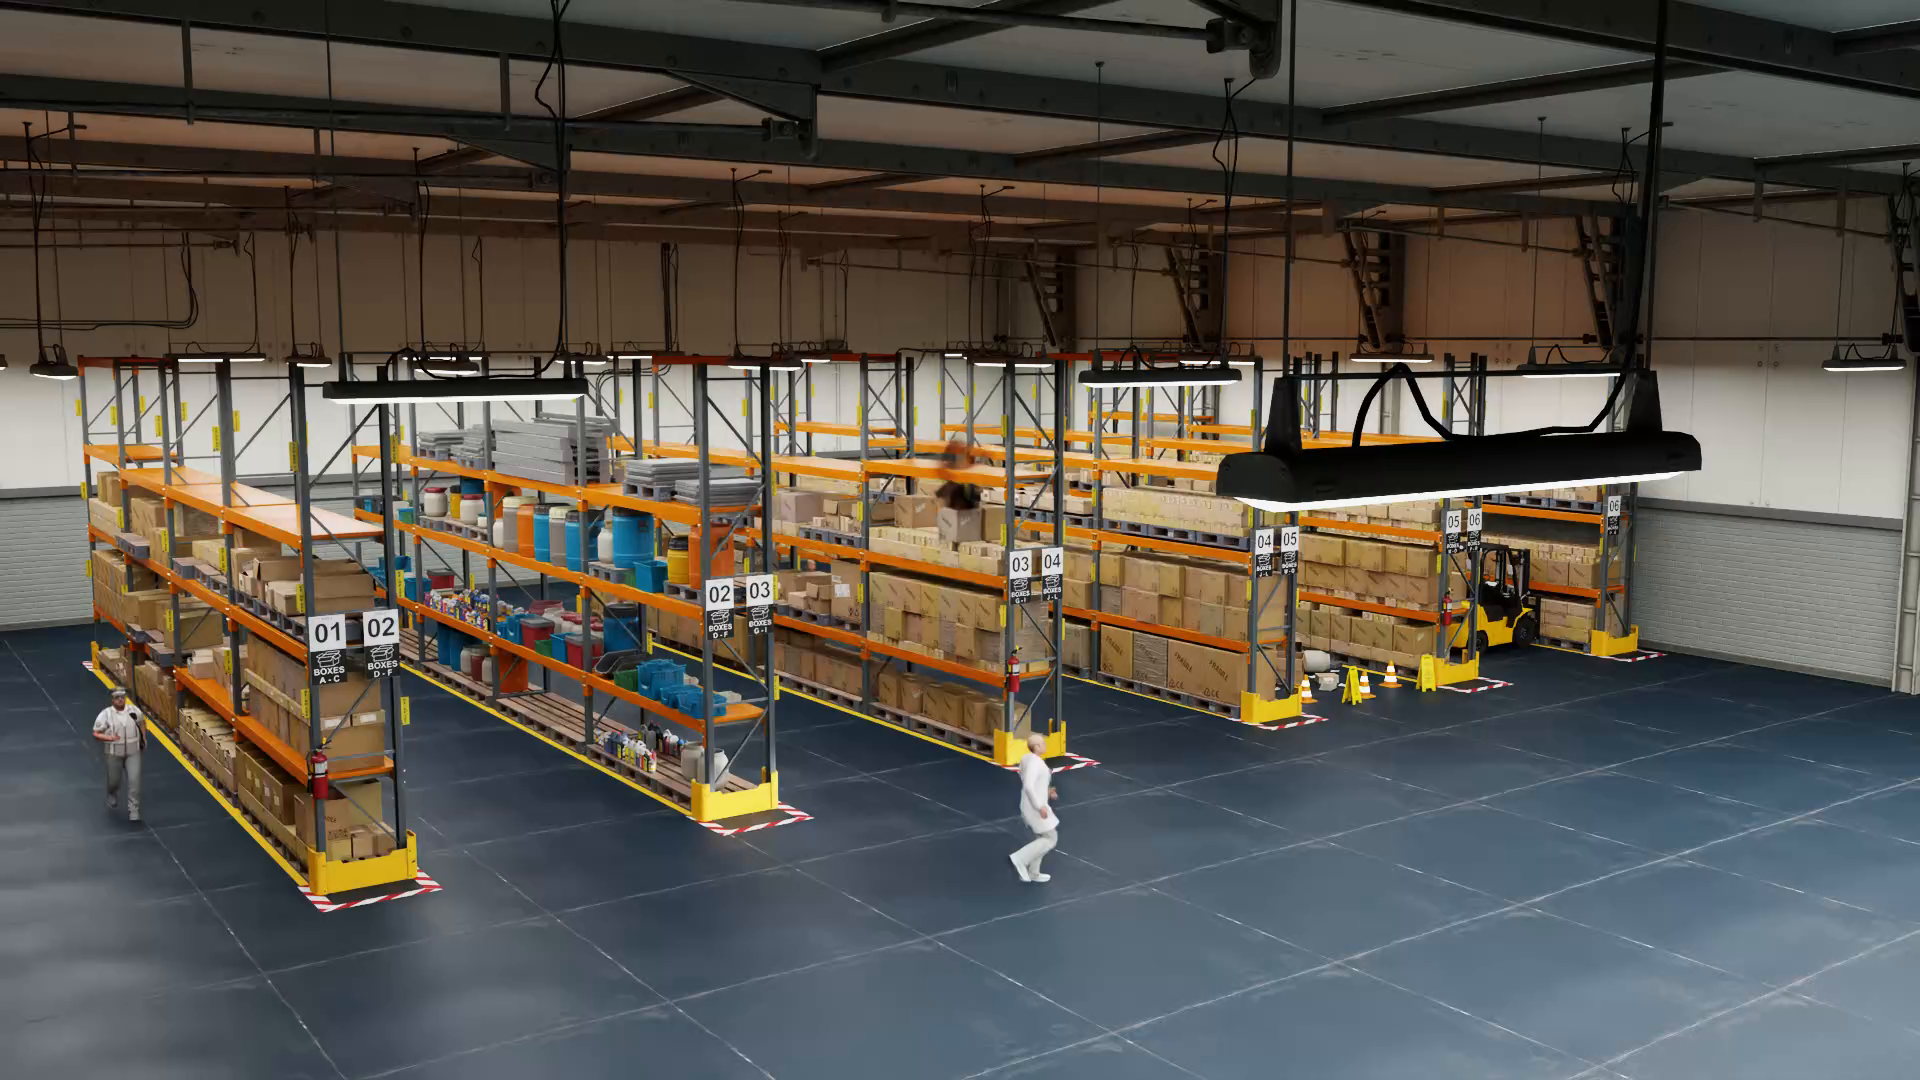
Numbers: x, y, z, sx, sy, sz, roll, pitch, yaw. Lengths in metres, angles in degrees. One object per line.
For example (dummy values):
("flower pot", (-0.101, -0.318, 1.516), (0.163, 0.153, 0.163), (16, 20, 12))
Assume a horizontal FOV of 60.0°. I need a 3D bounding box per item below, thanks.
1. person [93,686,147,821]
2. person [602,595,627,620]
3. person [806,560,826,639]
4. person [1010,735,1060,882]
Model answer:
("person", (-11.094, 2.792, 22.030), (0.675, 1.747, 0.903), (-5, 9, -37))
("person", (-6.382, 1.738, 31.263), (0.862, 1.617, 0.619), (6, 9, 43))
("person", (-3.024, 1.304, 34.051), (0.693, 1.819, 0.870), (-6, 9, -40))
("person", (0.867, 3.126, 19.389), (0.633, 1.747, 0.727), (-1, 7, -11))
